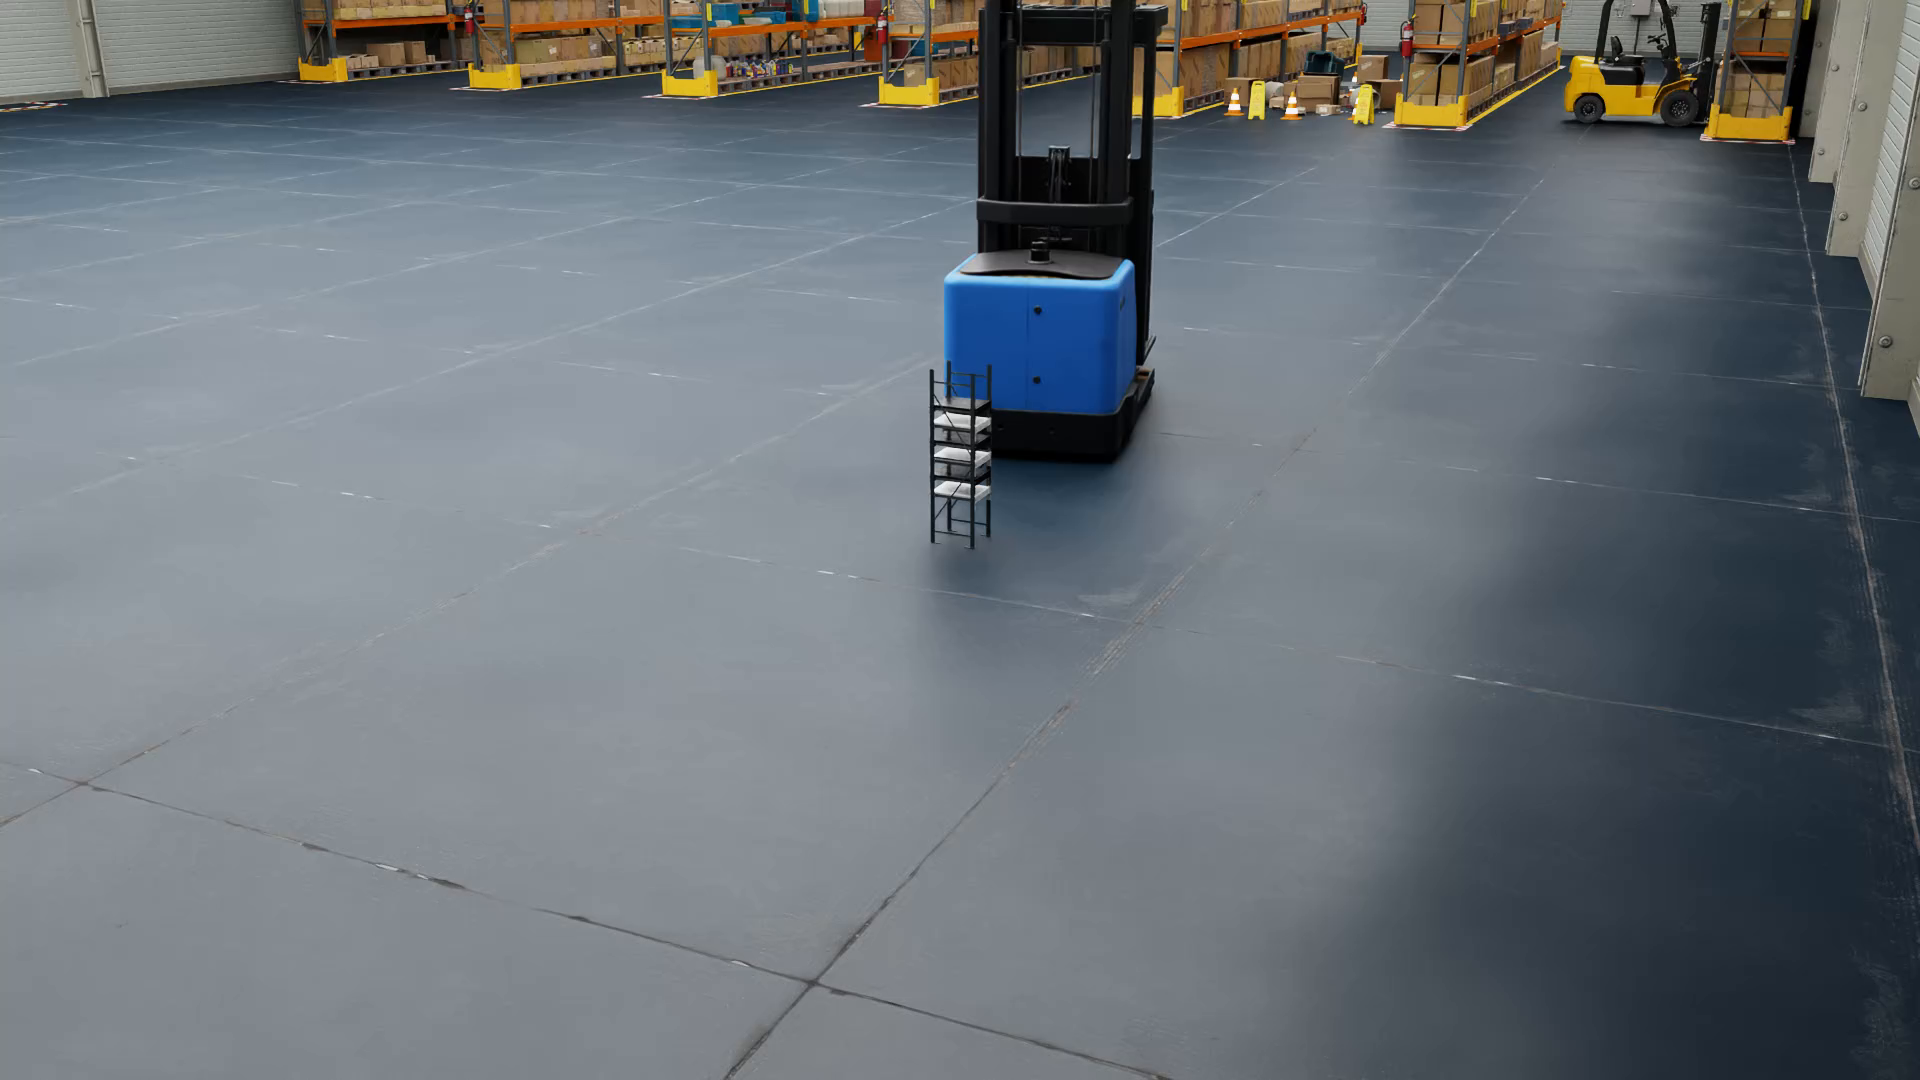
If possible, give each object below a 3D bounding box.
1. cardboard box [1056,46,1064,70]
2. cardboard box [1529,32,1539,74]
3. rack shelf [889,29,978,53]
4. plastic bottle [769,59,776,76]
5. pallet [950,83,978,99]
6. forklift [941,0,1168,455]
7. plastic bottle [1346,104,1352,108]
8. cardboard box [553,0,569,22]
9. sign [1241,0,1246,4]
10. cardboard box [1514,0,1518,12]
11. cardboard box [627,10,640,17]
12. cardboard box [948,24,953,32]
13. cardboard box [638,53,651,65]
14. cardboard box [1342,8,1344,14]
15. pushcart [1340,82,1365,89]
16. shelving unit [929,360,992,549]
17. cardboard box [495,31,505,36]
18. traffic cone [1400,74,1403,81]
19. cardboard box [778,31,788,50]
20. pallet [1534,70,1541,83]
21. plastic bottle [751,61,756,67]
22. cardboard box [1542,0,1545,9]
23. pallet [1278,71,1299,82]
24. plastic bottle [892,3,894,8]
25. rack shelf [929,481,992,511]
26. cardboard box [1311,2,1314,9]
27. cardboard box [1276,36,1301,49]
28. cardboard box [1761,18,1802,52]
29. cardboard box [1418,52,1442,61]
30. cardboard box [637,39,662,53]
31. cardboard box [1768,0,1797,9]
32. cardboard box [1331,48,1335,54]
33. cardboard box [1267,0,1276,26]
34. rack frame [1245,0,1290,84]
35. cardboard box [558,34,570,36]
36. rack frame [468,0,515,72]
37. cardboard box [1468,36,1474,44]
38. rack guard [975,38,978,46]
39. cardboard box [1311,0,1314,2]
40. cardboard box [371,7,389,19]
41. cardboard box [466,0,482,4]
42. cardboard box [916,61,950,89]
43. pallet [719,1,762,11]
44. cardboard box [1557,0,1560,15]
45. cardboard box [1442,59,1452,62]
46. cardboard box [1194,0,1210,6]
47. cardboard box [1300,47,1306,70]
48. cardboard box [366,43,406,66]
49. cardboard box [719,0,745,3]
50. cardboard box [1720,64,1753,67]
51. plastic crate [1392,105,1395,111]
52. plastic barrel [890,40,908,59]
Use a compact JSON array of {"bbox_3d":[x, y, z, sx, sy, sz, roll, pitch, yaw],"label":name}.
[{"bbox_3d":[1.998,-11.140,38.389,0.700,0.500,0.500,7,21,20],"label":"cardboard box"},{"bbox_3d":[12.389,-10.900,37.185,0.875,0.875,0.875,9,22,24],"label":"cardboard box"},{"bbox_3d":[-0.203,-10.144,33.591,1.077,0.370,4.000,9,21,23],"label":"rack shelf"},{"bbox_3d":[-4.115,-10.340,36.363,0.144,0.351,0.185,8,21,22],"label":"plastic bottle"},{"bbox_3d":[-0.125,-9.197,34.013,1.003,0.211,1.213,9,21,23],"label":"pallet"},{"bbox_3d":[0.706,-2.331,10.649,1.130,2.935,3.031,4,20,12],"label":"forklift"},{"bbox_3d":[7.417,-8.213,31.472,0.133,0.061,0.283,13,23,32],"label":"plastic bottle"},{"bbox_3d":[-9.224,-11.894,37.288,0.700,0.500,0.500,9,22,24],"label":"cardboard box"},{"bbox_3d":[5.606,-10.753,32.818,0.100,0.325,0.005,9,21,23],"label":"sign"},{"bbox_3d":[10.730,-10.685,32.817,0.500,0.500,0.500,8,21,20],"label":"cardboard box"},{"bbox_3d":[-7.871,-12.580,39.739,0.380,0.149,0.250,9,21,23],"label":"cardboard box"},{"bbox_3d":[-0.369,-10.035,32.586,0.380,0.149,0.250,9,21,23],"label":"cardboard box"},{"bbox_3d":[-7.819,-11.603,40.095,0.500,0.250,0.500,9,22,24],"label":"cardboard box"},{"bbox_3d":[9.436,-13.330,41.849,0.380,0.149,0.250,9,21,24],"label":"cardboard box"},{"bbox_3d":[7.556,-8.797,32.642,1.648,0.377,0.936,1,20,4],"label":"pushcart"},{"bbox_3d":[0.003,-0.426,8.325,0.258,0.900,0.210,9,21,23],"label":"shelving unit"},{"bbox_3d":[-12.047,-13.189,43.032,0.500,0.250,0.500,8,21,22],"label":"cardboard box"},{"bbox_3d":[8.887,-9.111,33.397,0.336,0.463,0.334,9,21,23],"label":"traffic cone"},{"bbox_3d":[-5.085,-13.740,45.702,0.500,0.500,0.500,8,21,22],"label":"cardboard box"},{"bbox_3d":[12.685,-10.621,38.017,1.003,0.211,1.213,9,21,23],"label":"pallet"},{"bbox_3d":[-4.561,-10.445,36.779,0.097,0.271,0.097,0,20,0],"label":"plastic bottle"},{"bbox_3d":[12.974,-12.177,37.711,0.500,0.250,0.500,9,21,23],"label":"cardboard box"},{"bbox_3d":[7.059,-10.531,37.765,1.003,0.211,1.213,9,21,23],"label":"pallet"},{"bbox_3d":[-1.617,-13.124,41.070,0.061,0.283,0.133,9,21,23],"label":"plastic bottle"},{"bbox_3d":[0.003,-0.225,8.396,0.258,0.077,0.200,9,21,23],"label":"rack shelf"},{"bbox_3d":[8.081,-12.528,38.967,0.380,0.149,0.250,7,21,20],"label":"cardboard box"},{"bbox_3d":[7.448,-11.312,37.785,0.500,0.250,0.500,8,21,22],"label":"cardboard box"},{"bbox_3d":[13.005,-7.993,26.318,0.500,0.500,0.500,9,22,24],"label":"cardboard box"},{"bbox_3d":[8.304,-8.552,29.429,0.380,0.149,0.250,9,21,24],"label":"cardboard box"},{"bbox_3d":[-7.603,-12.025,40.444,0.500,0.311,0.500,8,21,21],"label":"cardboard box"},{"bbox_3d":[12.881,-8.399,26.047,0.380,0.149,0.250,8,21,22],"label":"cardboard box"},{"bbox_3d":[9.152,-12.223,41.545,0.380,0.149,0.250,10,22,25],"label":"cardboard box"},{"bbox_3d":[6.388,-11.174,35.262,0.500,0.500,0.500,8,21,22],"label":"cardboard box"},{"bbox_3d":[6.737,-11.606,36.627,1.000,3.000,0.127,9,21,23],"label":"rack frame"},{"bbox_3d":[-9.094,-11.458,38.569,0.500,0.500,0.500,9,21,23],"label":"cardboard box"},{"bbox_3d":[-10.058,-11.232,35.576,1.000,3.000,0.127,9,21,23],"label":"rack frame"},{"bbox_3d":[8.620,-8.618,28.601,0.380,0.149,0.250,8,21,21],"label":"cardboard box"},{"bbox_3d":[1.009,-14.274,47.860,1.175,0.500,0.348,9,21,23],"label":"rack guard"},{"bbox_3d":[8.074,-12.659,38.893,0.380,0.149,0.250,8,21,21],"label":"cardboard box"},{"bbox_3d":[-13.676,-12.271,38.690,0.500,0.250,0.500,8,21,22],"label":"cardboard box"},{"bbox_3d":[-12.466,-13.709,41.734,0.700,0.500,0.500,11,22,28],"label":"cardboard box"},{"bbox_3d":[-0.538,-9.268,33.157,0.500,0.500,0.500,15,25,37],"label":"cardboard box"},{"bbox_3d":[-5.990,-14.183,44.158,1.003,0.211,1.213,9,21,23],"label":"pallet"},{"bbox_3d":[14.395,-13.115,40.722,0.500,0.500,0.500,8,21,22],"label":"cardboard box"},{"bbox_3d":[8.533,-8.362,29.862,0.500,0.500,0.500,8,21,21],"label":"cardboard box"},{"bbox_3d":[4.143,-10.181,30.786,0.875,0.550,0.550,9,21,23],"label":"cardboard box"},{"bbox_3d":[7.668,-11.119,38.362,0.500,0.500,0.500,8,21,21],"label":"cardboard box"},{"bbox_3d":[-13.634,-11.531,39.491,0.700,0.500,0.500,7,21,19],"label":"cardboard box"},{"bbox_3d":[-6.079,-14.384,43.663,0.700,0.500,0.500,13,23,33],"label":"cardboard box"},{"bbox_3d":[13.290,-8.015,28.514,0.500,0.250,0.500,9,22,25],"label":"cardboard box"},{"bbox_3d":[8.266,-7.992,30.822,0.402,0.080,0.583,1,20,4],"label":"plastic crate"},{"bbox_3d":[-1.618,-12.556,42.270,0.600,0.588,0.708,9,21,23],"label":"plastic barrel"}]
